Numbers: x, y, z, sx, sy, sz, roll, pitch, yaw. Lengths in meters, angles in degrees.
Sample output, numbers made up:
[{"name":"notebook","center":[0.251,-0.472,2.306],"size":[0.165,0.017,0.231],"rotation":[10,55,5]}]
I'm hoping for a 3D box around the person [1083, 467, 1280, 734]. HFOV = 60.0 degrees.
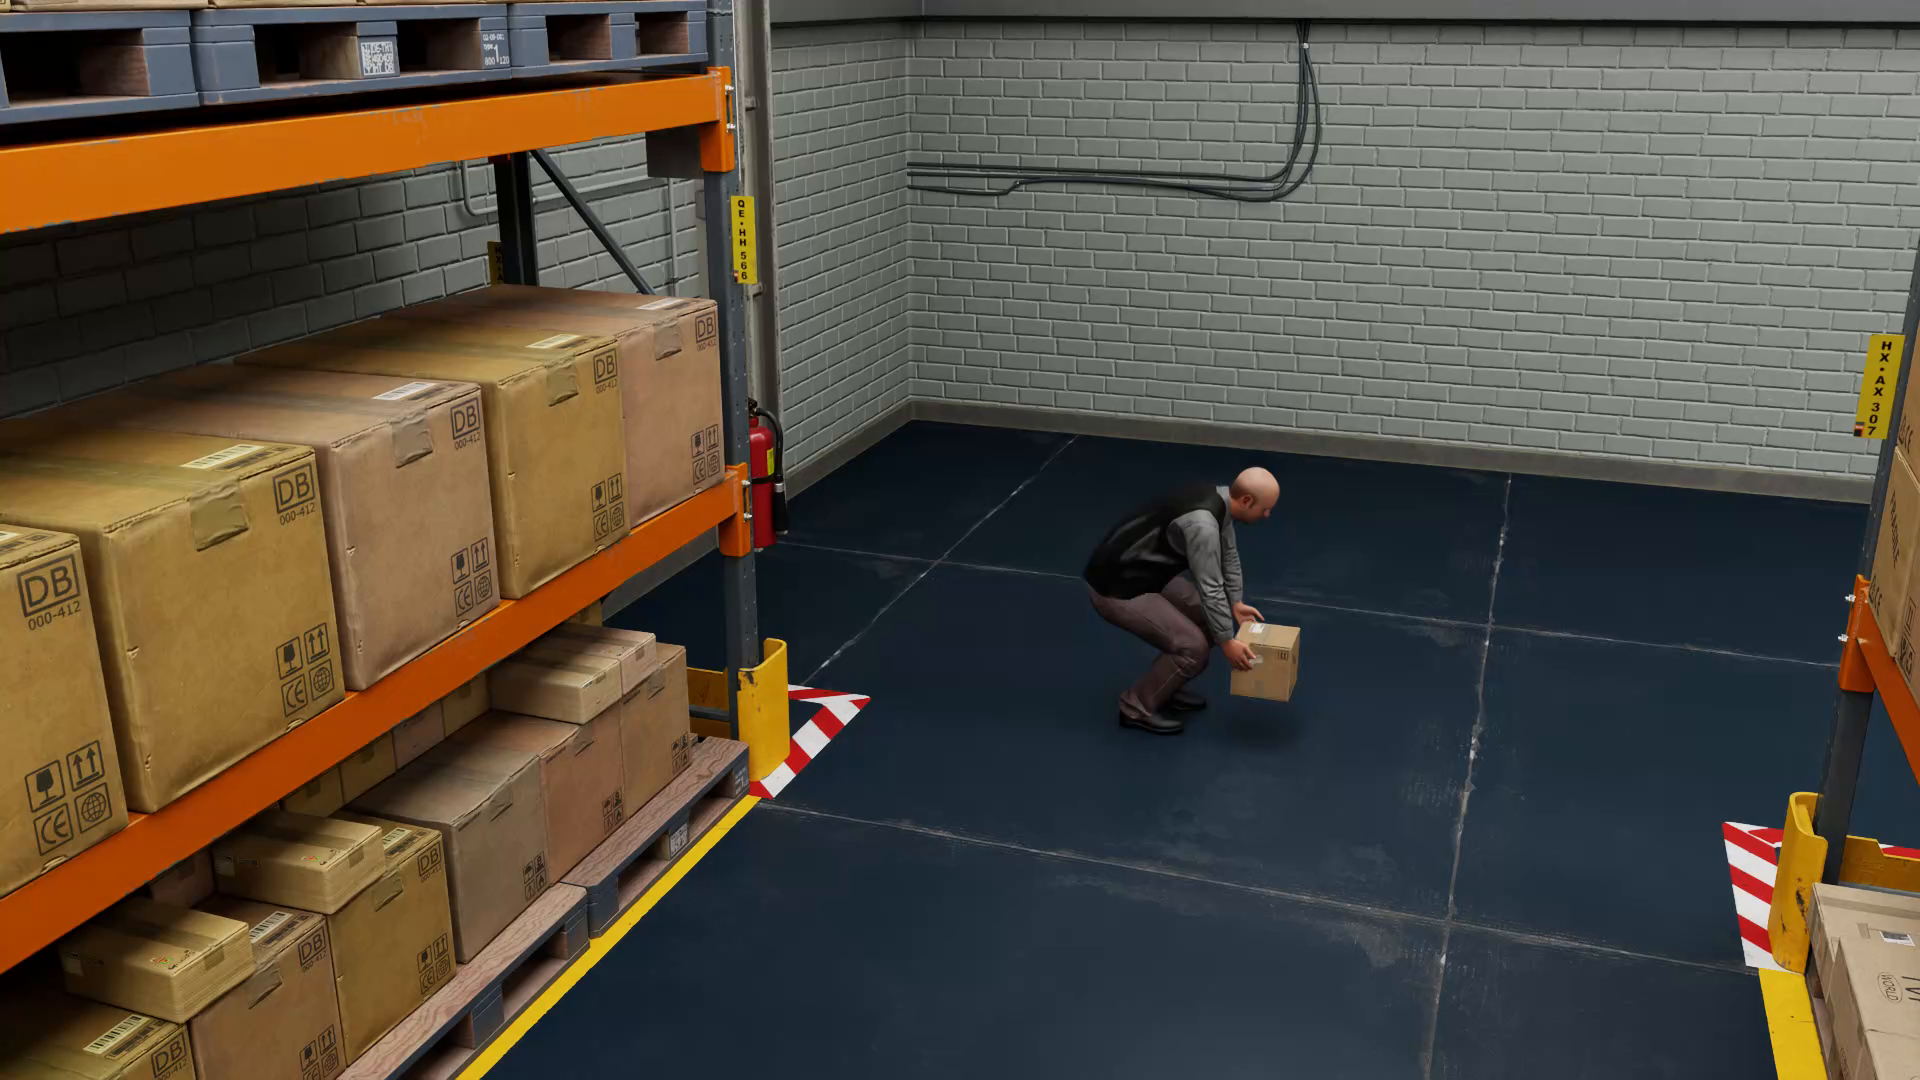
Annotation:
[{"name":"person","center":[0.964,0.225,7.288],"size":[0.804,1.179,0.575],"rotation":[6,20,18]}]
